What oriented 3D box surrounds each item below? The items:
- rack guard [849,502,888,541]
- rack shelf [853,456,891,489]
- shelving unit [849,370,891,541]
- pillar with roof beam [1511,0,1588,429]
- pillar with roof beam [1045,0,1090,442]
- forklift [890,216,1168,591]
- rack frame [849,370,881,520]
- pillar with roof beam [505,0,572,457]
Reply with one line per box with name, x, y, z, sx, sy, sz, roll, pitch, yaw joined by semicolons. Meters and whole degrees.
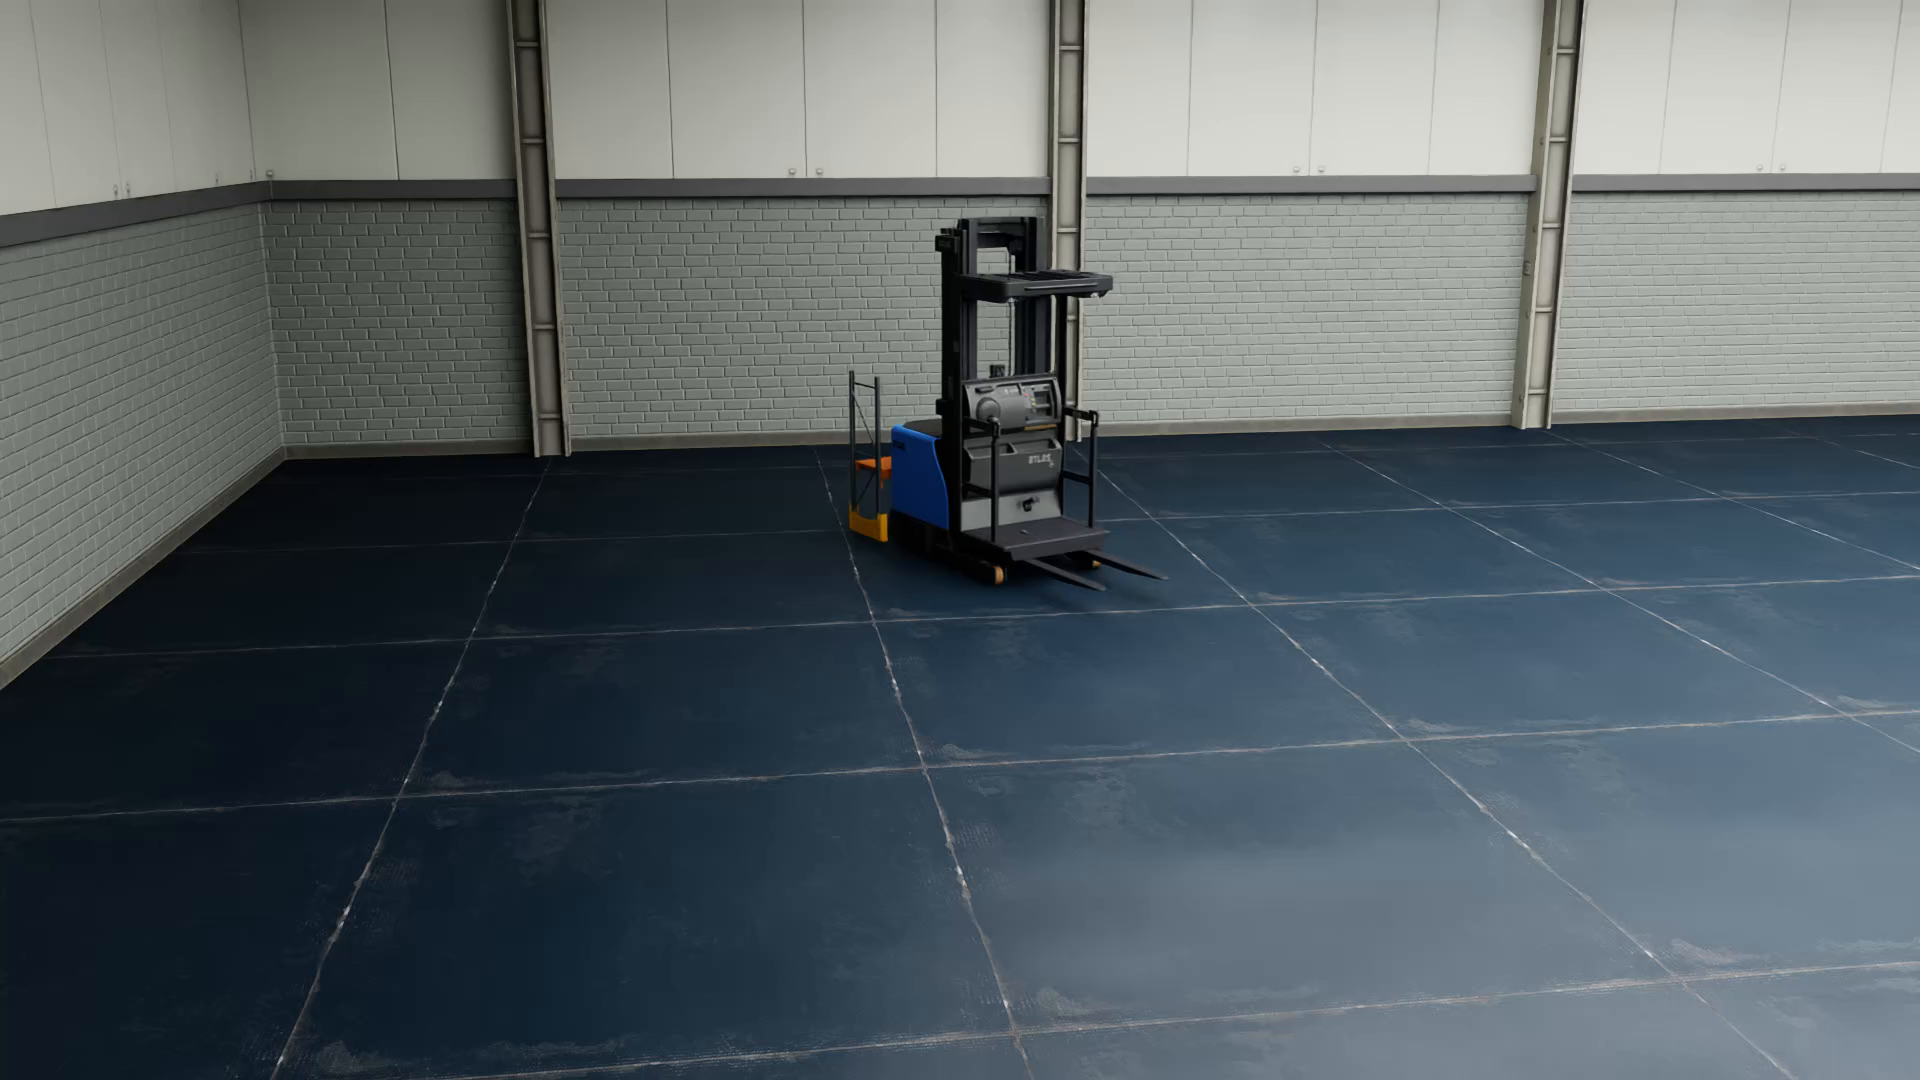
rack guard;-0.851;-0.174;15.402;0.087;0.250;0.587;-9;17;-33
rack shelf;-0.445;-0.672;15.557;1.000;0.185;0.538;-9;17;-33
shelving unit;-0.437;-0.848;15.519;1.083;1.500;0.587;-9;17;-33
pillar with roof beam;7.814;-4.756;15.688;0.400;9.000;9.100;-2;14;-8
pillar with roof beam;1.881;-4.539;14.821;0.400;9.000;9.100;-2;14;-8
forklift;0.566;-1.176;13.887;1.130;2.935;3.031;-9;16;-31
rack frame;-0.867;-0.778;15.239;0.032;1.500;0.500;-9;17;-33
pillar with roof beam;-4.052;-4.322;13.954;0.400;9.000;9.100;-2;14;-8
